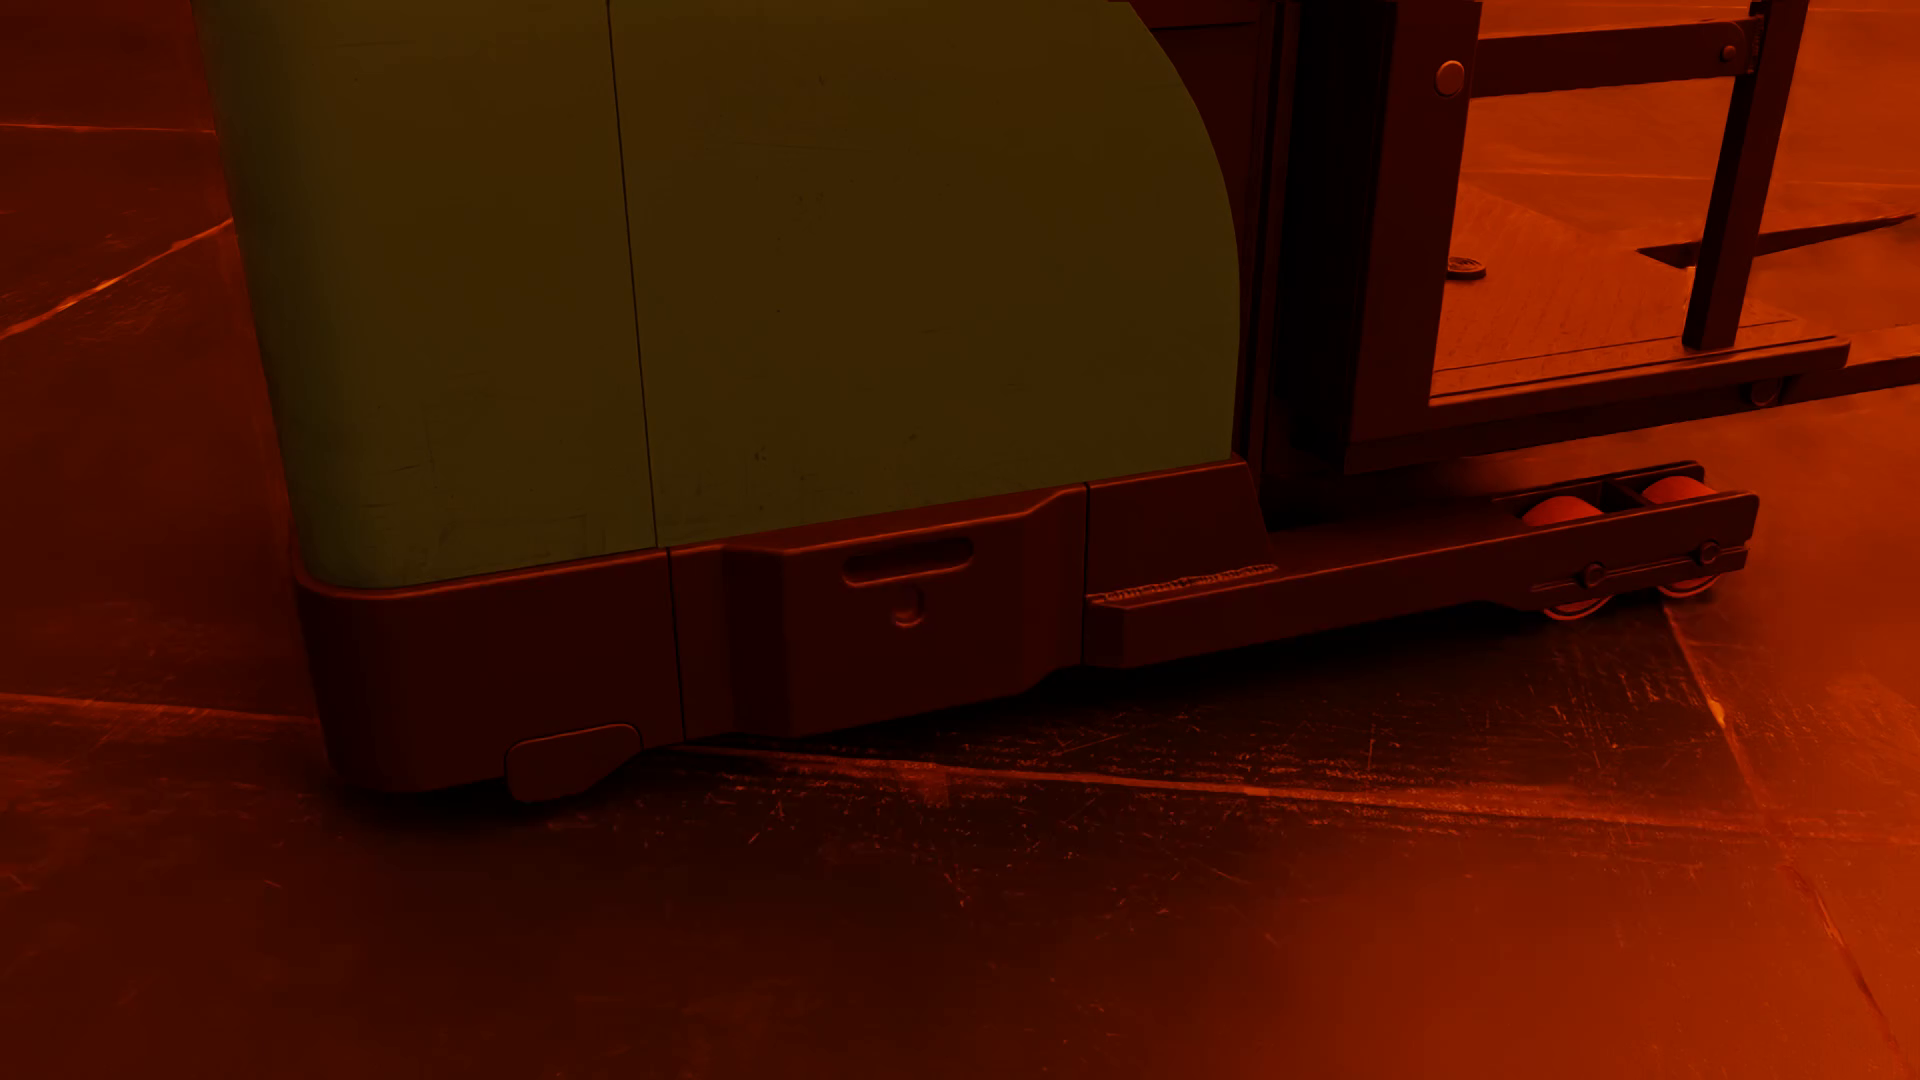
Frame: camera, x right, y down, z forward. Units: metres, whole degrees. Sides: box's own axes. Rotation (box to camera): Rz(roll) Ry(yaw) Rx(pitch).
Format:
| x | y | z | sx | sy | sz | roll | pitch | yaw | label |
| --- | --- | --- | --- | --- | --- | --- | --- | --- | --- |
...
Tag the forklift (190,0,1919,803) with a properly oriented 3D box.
| x | y | z | sx | sy | sz | roll | pitch | yaw | label |
| --- | --- | --- | --- | --- | --- | --- | --- | --- | --- |
| 0.574 | -1.413 | 2.049 | 3.031 | 2.935 | 1.130 | -9 | 28 | -18 | forklift |
